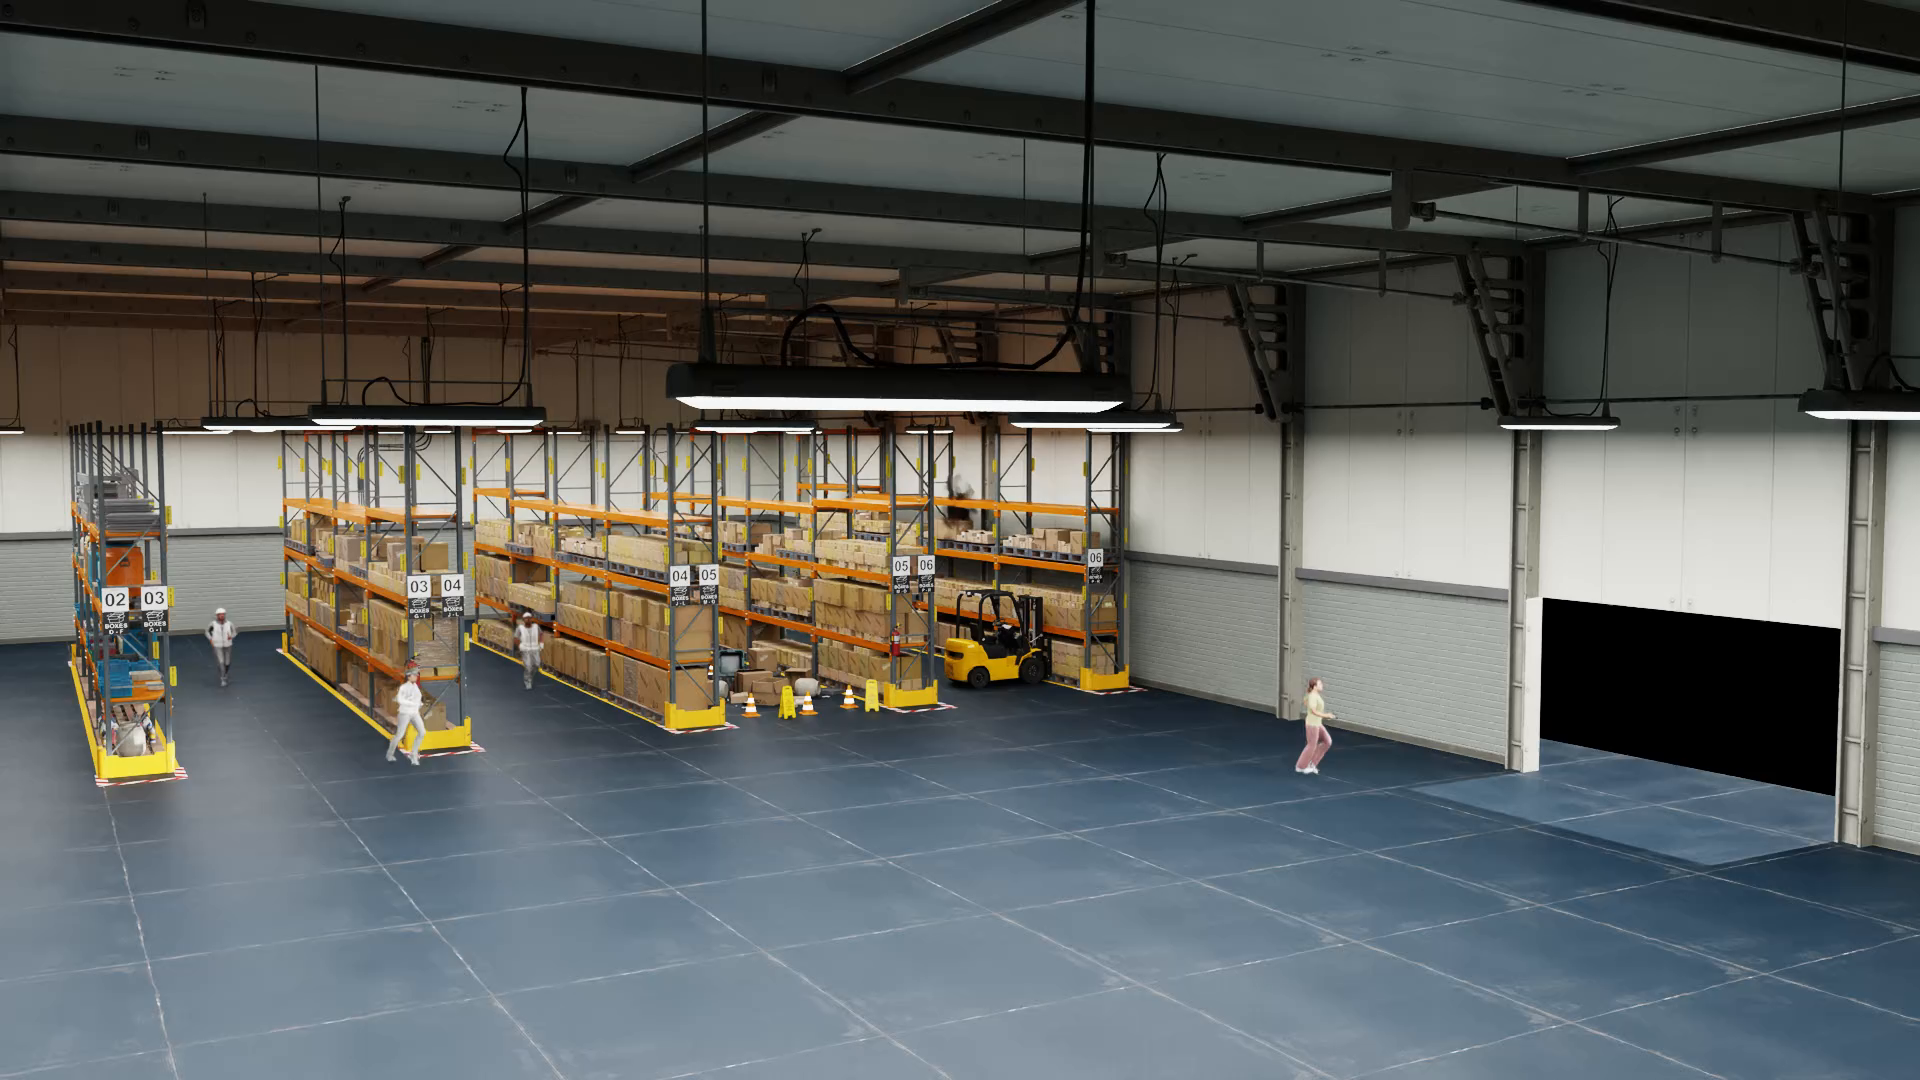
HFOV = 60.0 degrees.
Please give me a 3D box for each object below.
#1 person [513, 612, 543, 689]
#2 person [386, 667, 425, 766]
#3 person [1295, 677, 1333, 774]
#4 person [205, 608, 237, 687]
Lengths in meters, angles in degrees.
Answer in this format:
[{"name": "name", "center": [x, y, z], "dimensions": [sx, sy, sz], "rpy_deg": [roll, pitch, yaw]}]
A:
[{"name": "person", "center": [-9.789, 2.517, 37.842], "dimensions": [0.689, 1.739, 0.530], "rpy_deg": [-2, 4, -27]}, {"name": "person", "center": [-9.706, 3.092, 29.236], "dimensions": [0.715, 1.714, 0.663], "rpy_deg": [1, 4, 21]}, {"name": "person", "center": [6.024, 3.157, 28.173], "dimensions": [0.645, 1.677, 0.605], "rpy_deg": [1, 4, 19]}, {"name": "person", "center": [-17.089, 2.461, 38.490], "dimensions": [0.664, 1.778, 0.804], "rpy_deg": [-2, 4, -34]}]
